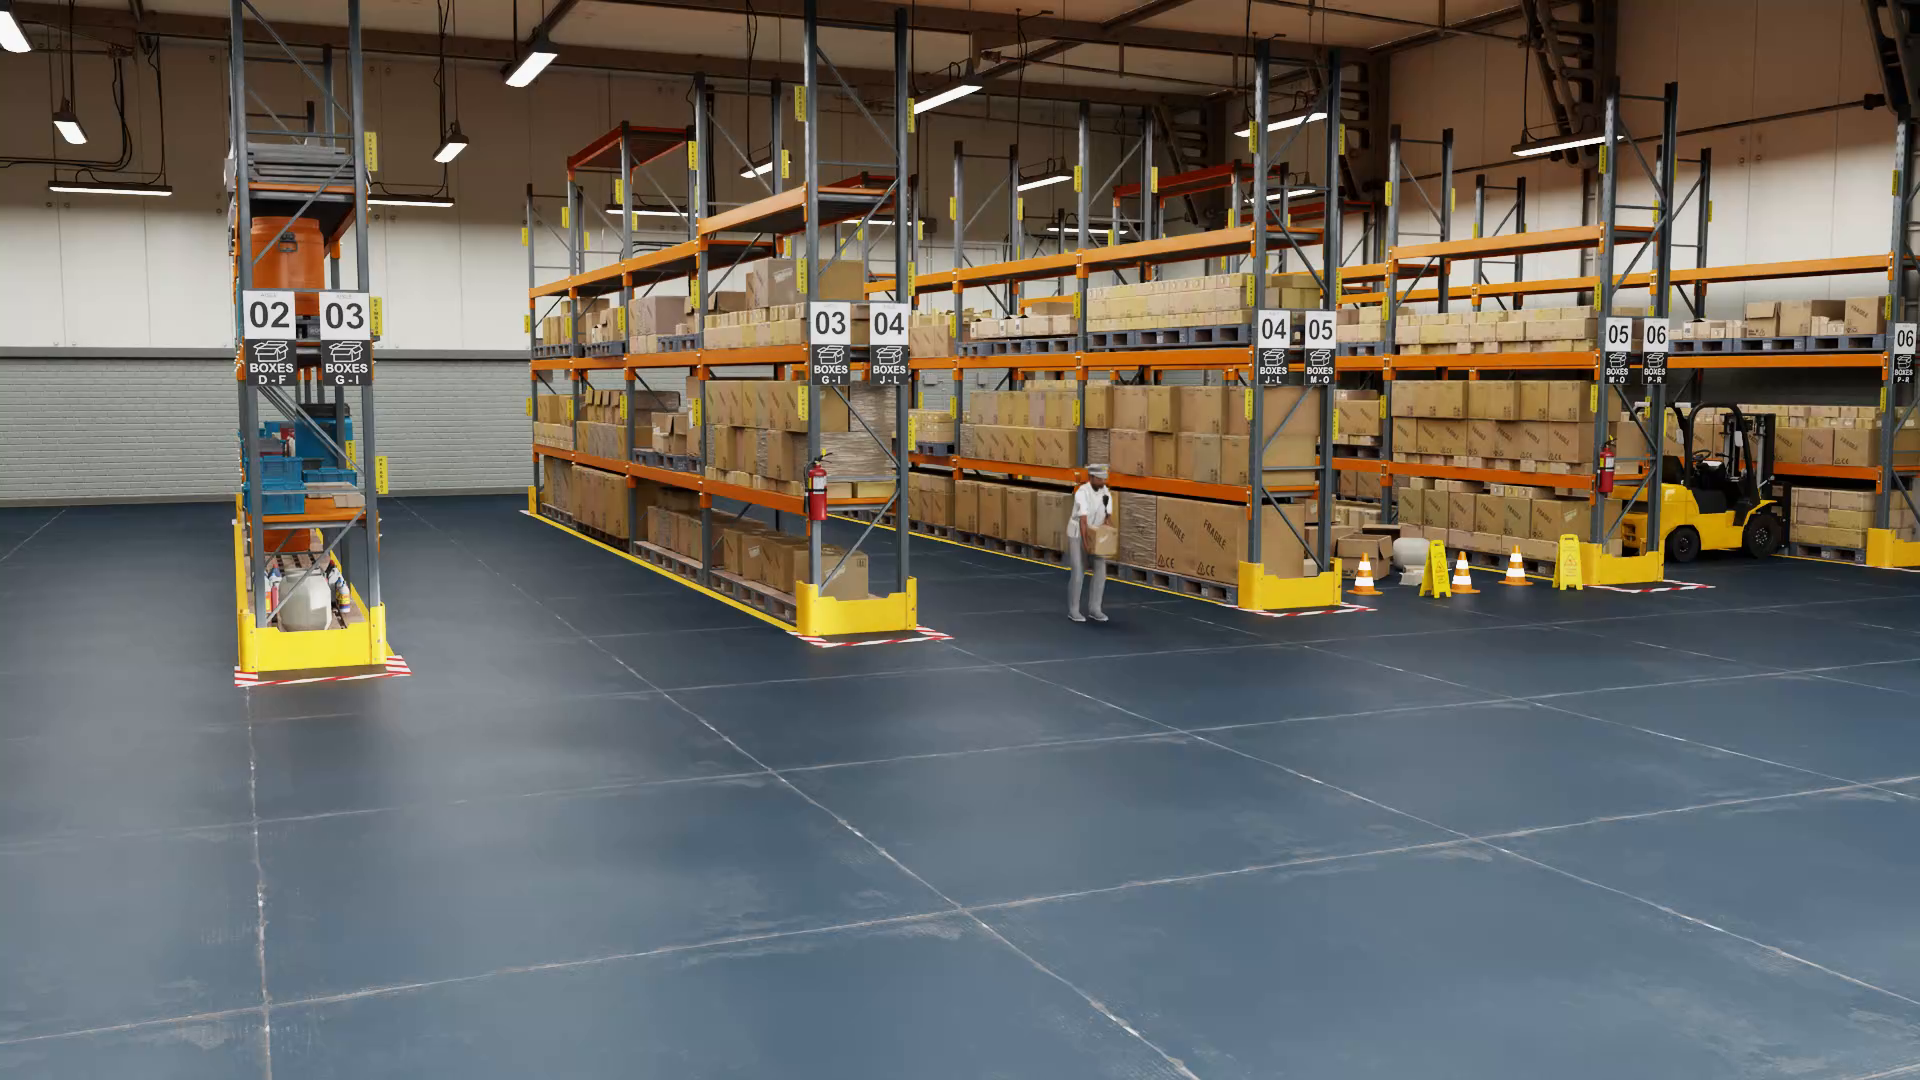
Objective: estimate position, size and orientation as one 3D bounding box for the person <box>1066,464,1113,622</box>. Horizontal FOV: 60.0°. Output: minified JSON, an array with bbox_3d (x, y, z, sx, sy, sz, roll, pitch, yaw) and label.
[{"bbox_3d":[1.345,0.023,17.026,0.414,1.623,0.561,-3,6,-25],"label":"person"}]
